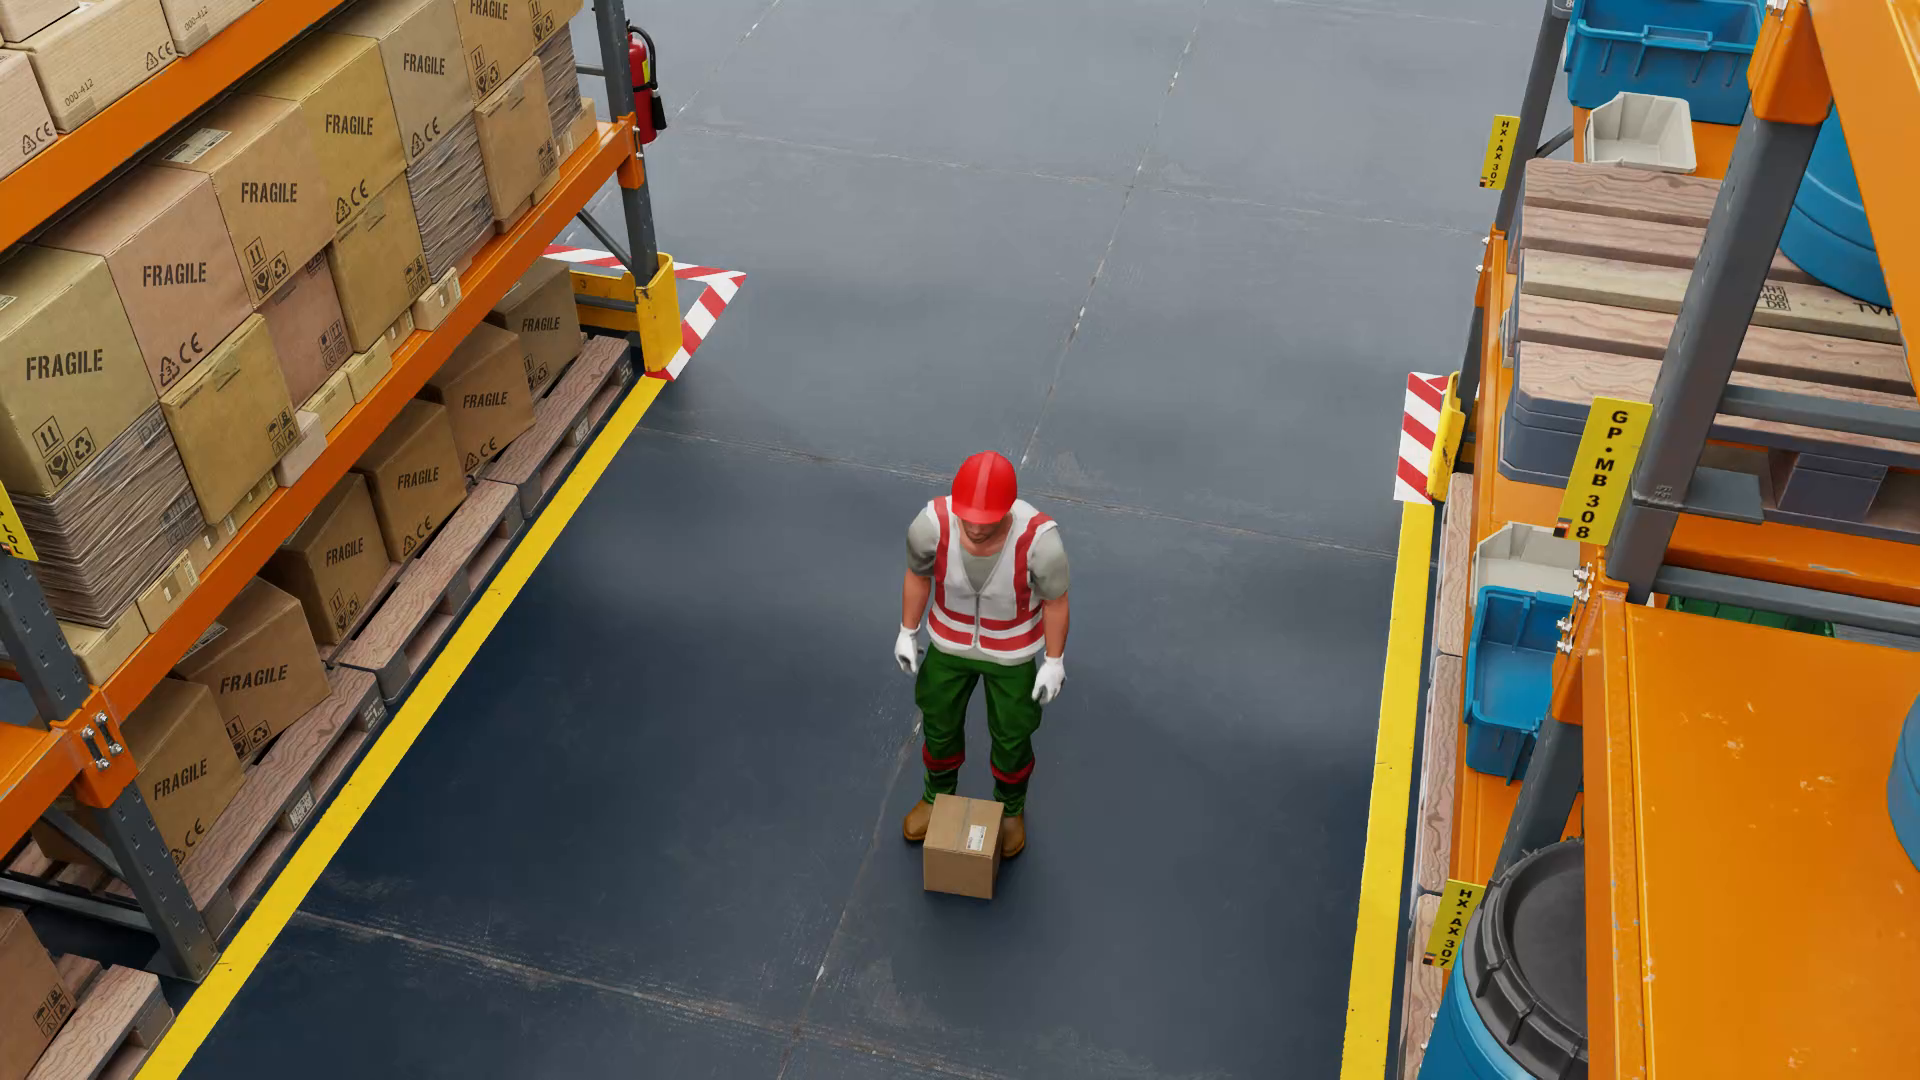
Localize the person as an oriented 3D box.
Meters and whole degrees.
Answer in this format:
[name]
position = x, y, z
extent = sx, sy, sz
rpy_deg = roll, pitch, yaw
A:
[person]
position = 0.069, 0.385, 5.699
extent = 0.606, 1.778, 0.453
rpy_deg = 10, 42, 11
